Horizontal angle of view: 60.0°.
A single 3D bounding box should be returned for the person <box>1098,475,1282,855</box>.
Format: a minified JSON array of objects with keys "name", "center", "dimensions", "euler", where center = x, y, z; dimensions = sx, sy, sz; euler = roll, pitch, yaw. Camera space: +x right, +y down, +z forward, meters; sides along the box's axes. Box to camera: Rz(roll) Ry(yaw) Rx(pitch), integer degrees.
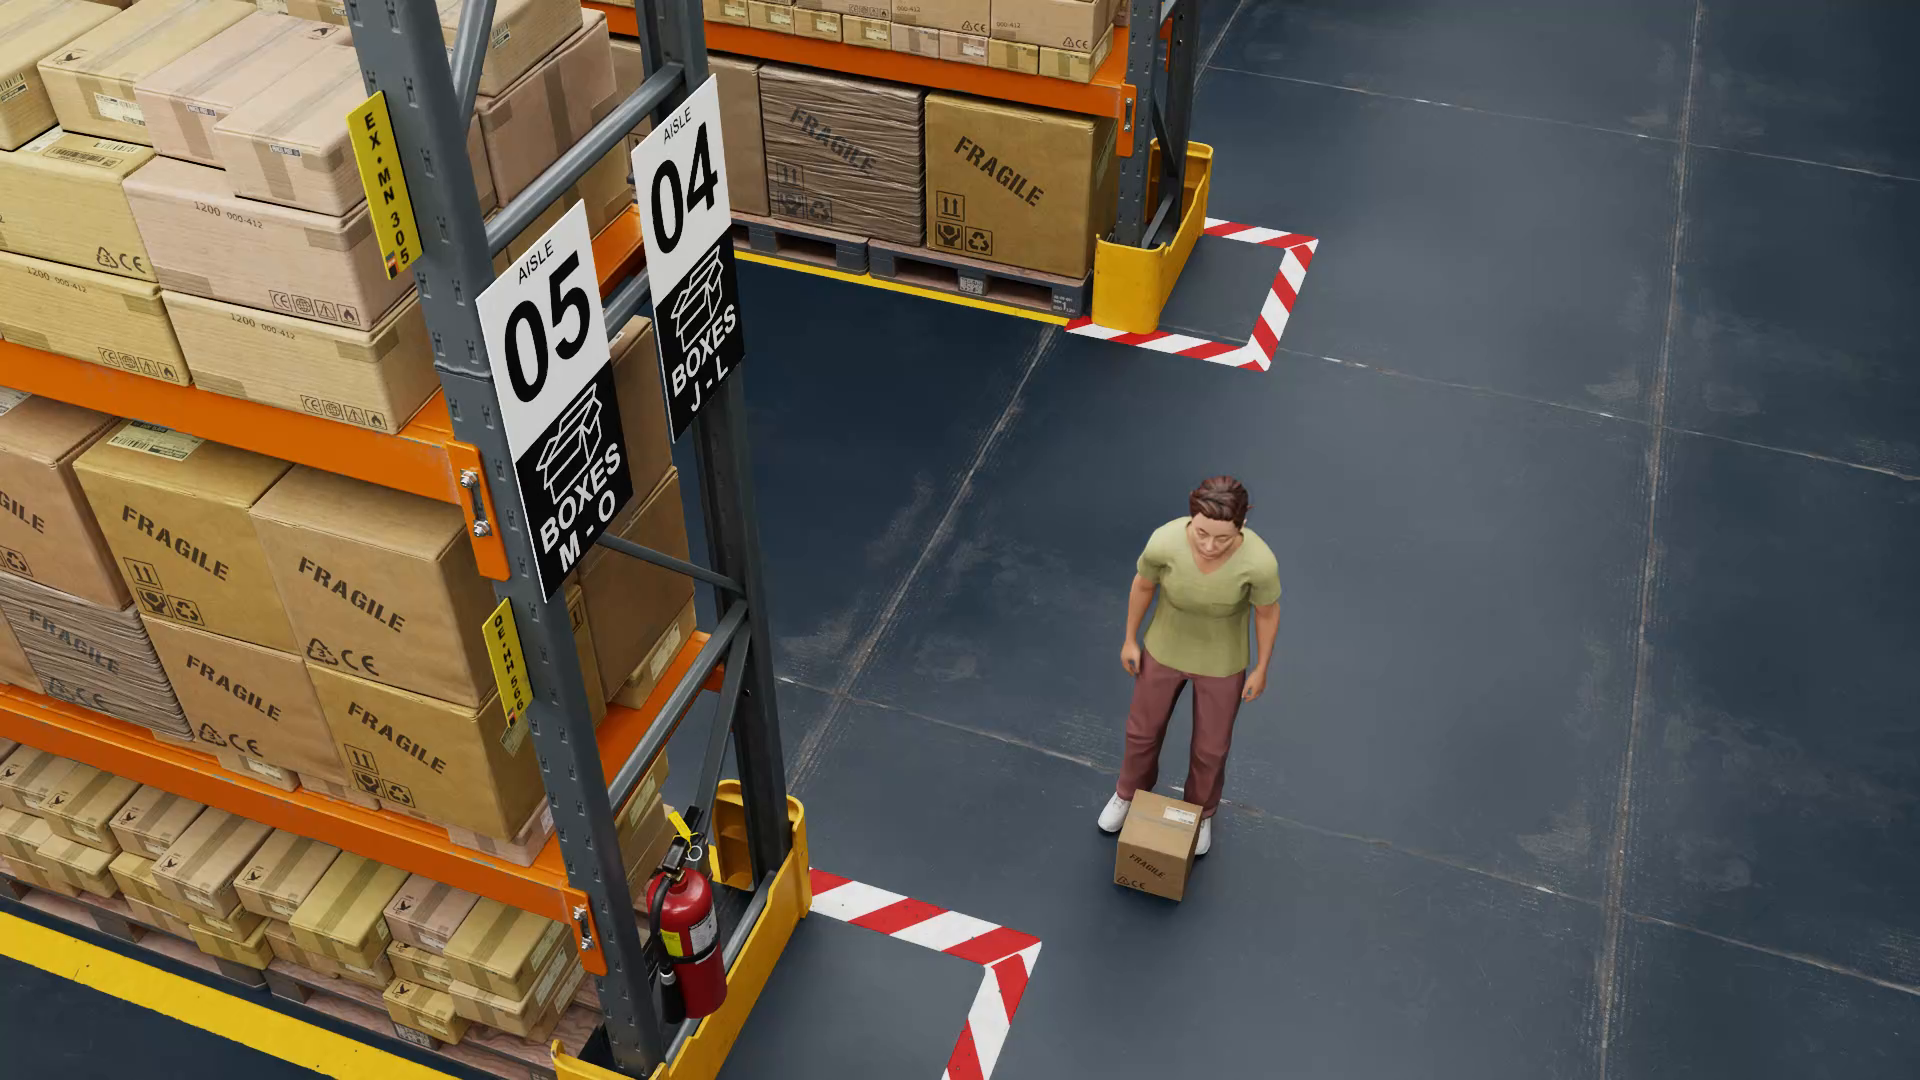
[{"name":"person","center":[0.801,0.413,5.695],"dimensions":[0.516,1.673,0.351],"euler":[13,43,14]}]
